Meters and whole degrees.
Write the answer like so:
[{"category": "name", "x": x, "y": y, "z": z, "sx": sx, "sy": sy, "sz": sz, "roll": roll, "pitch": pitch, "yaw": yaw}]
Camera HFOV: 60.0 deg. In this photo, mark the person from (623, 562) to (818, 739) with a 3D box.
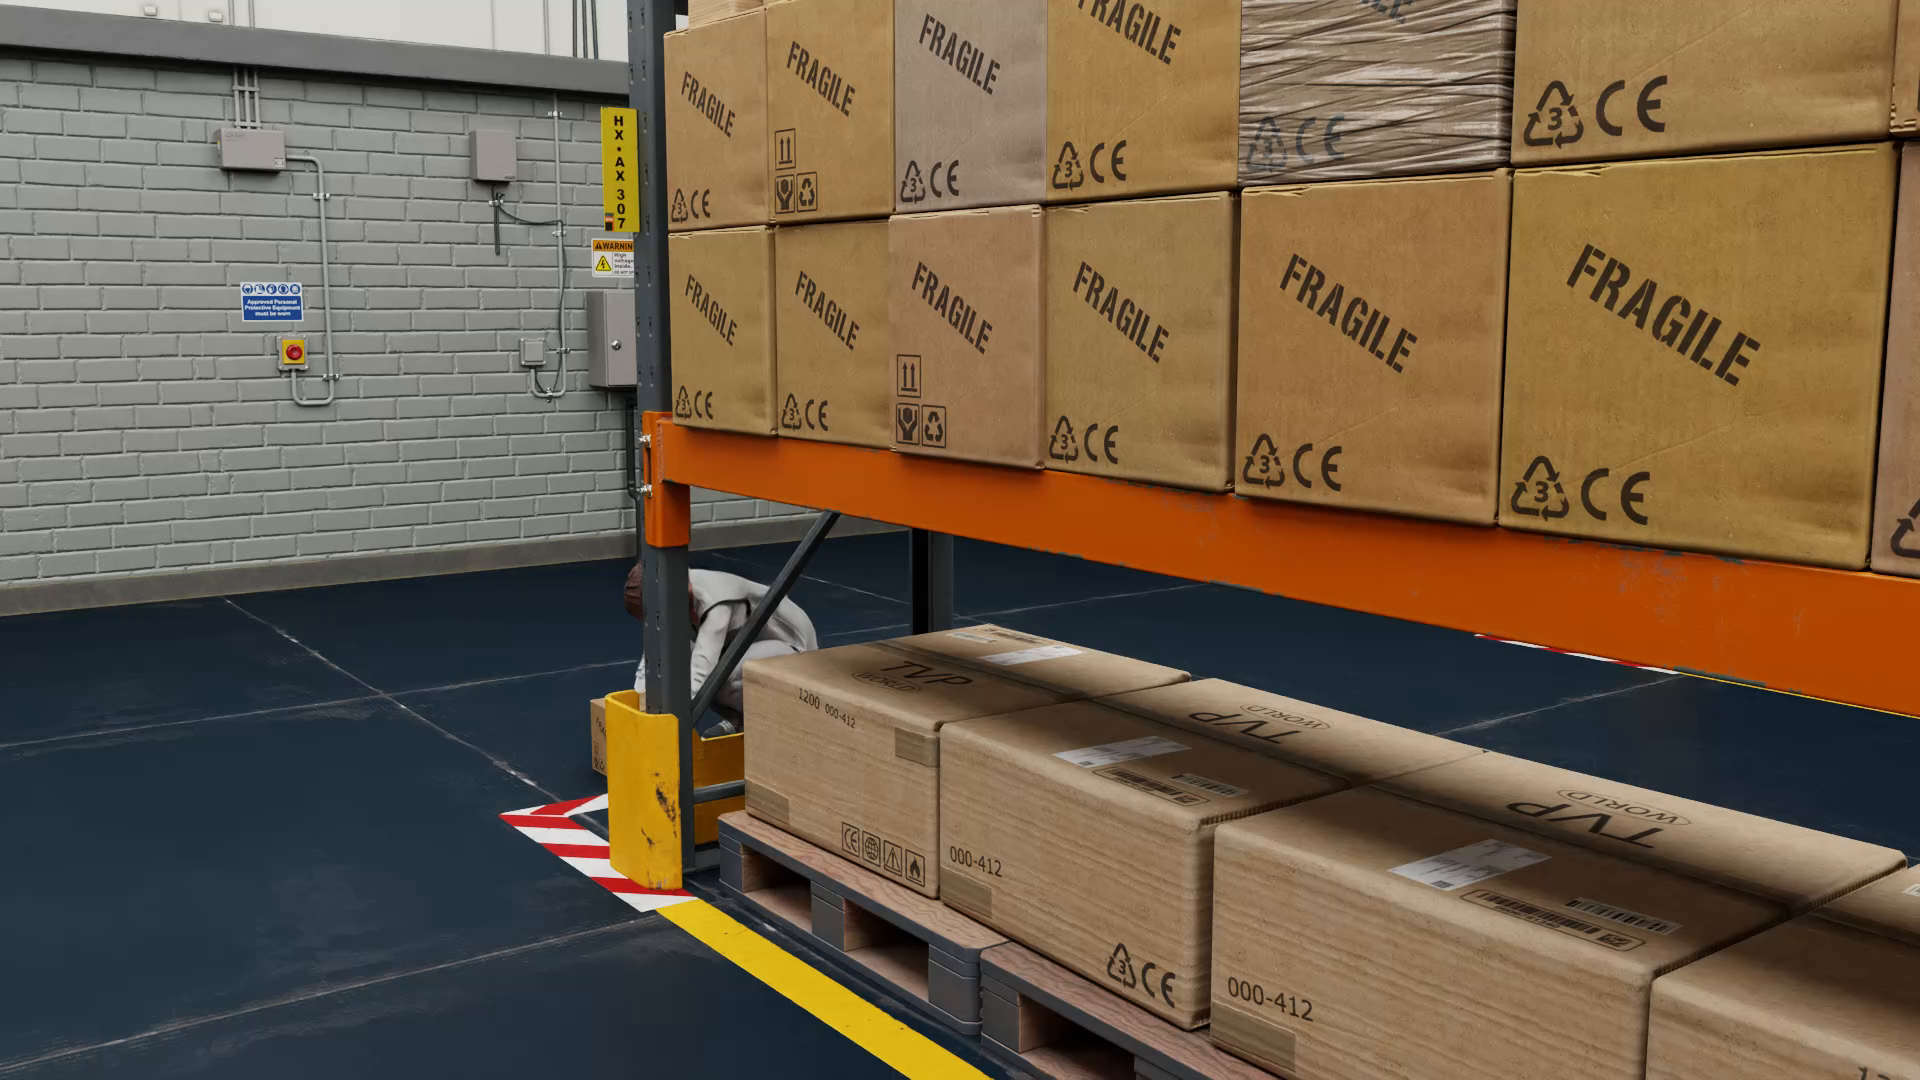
[{"category": "person", "x": -0.869, "y": 0.421, "z": 5.986, "sx": 0.815, "sy": 0.763, "sz": 0.435, "roll": -7, "pitch": 11, "yaw": -42}]
